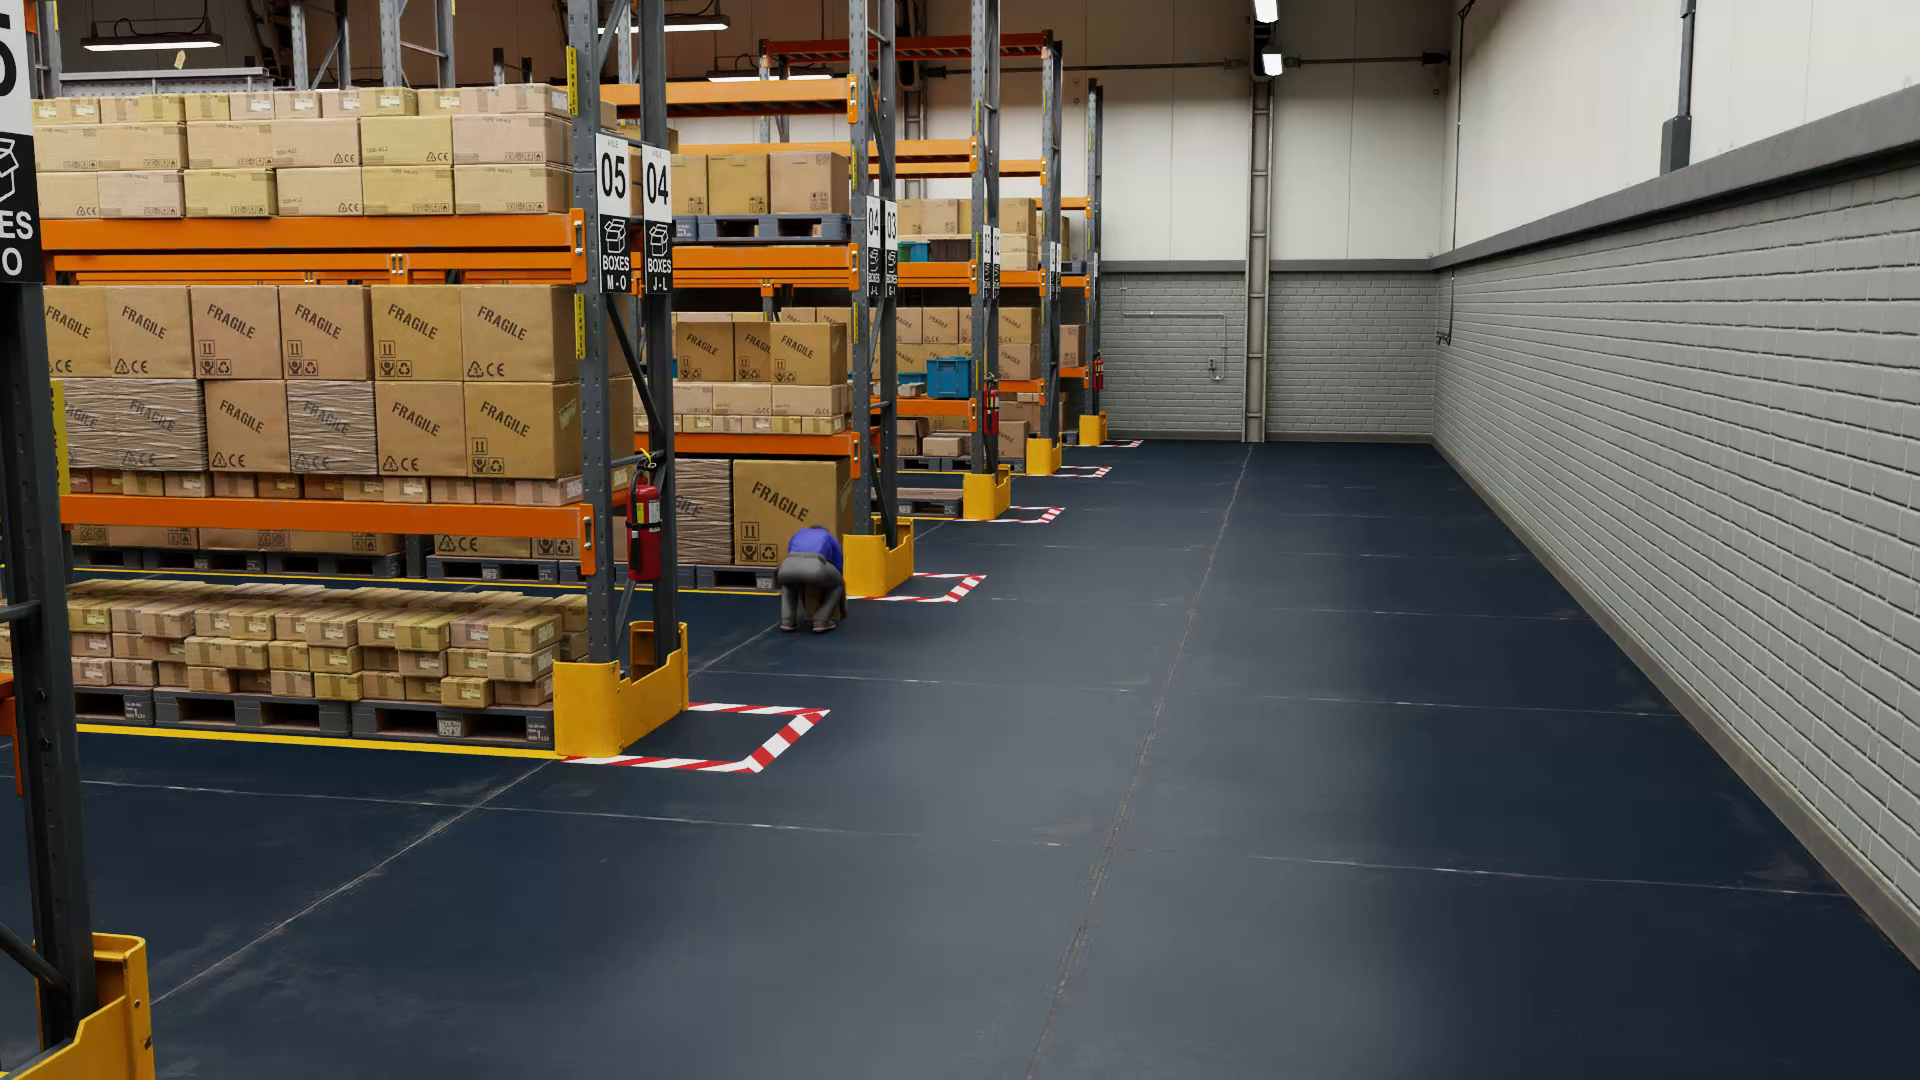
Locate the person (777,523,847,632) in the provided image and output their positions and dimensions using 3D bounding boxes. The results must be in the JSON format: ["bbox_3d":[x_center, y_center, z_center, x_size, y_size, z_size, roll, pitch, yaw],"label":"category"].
[{"bbox_3d":[-1.087,0.280,12.227,0.459,0.745,0.858,1,8,10],"label":"person"}]
